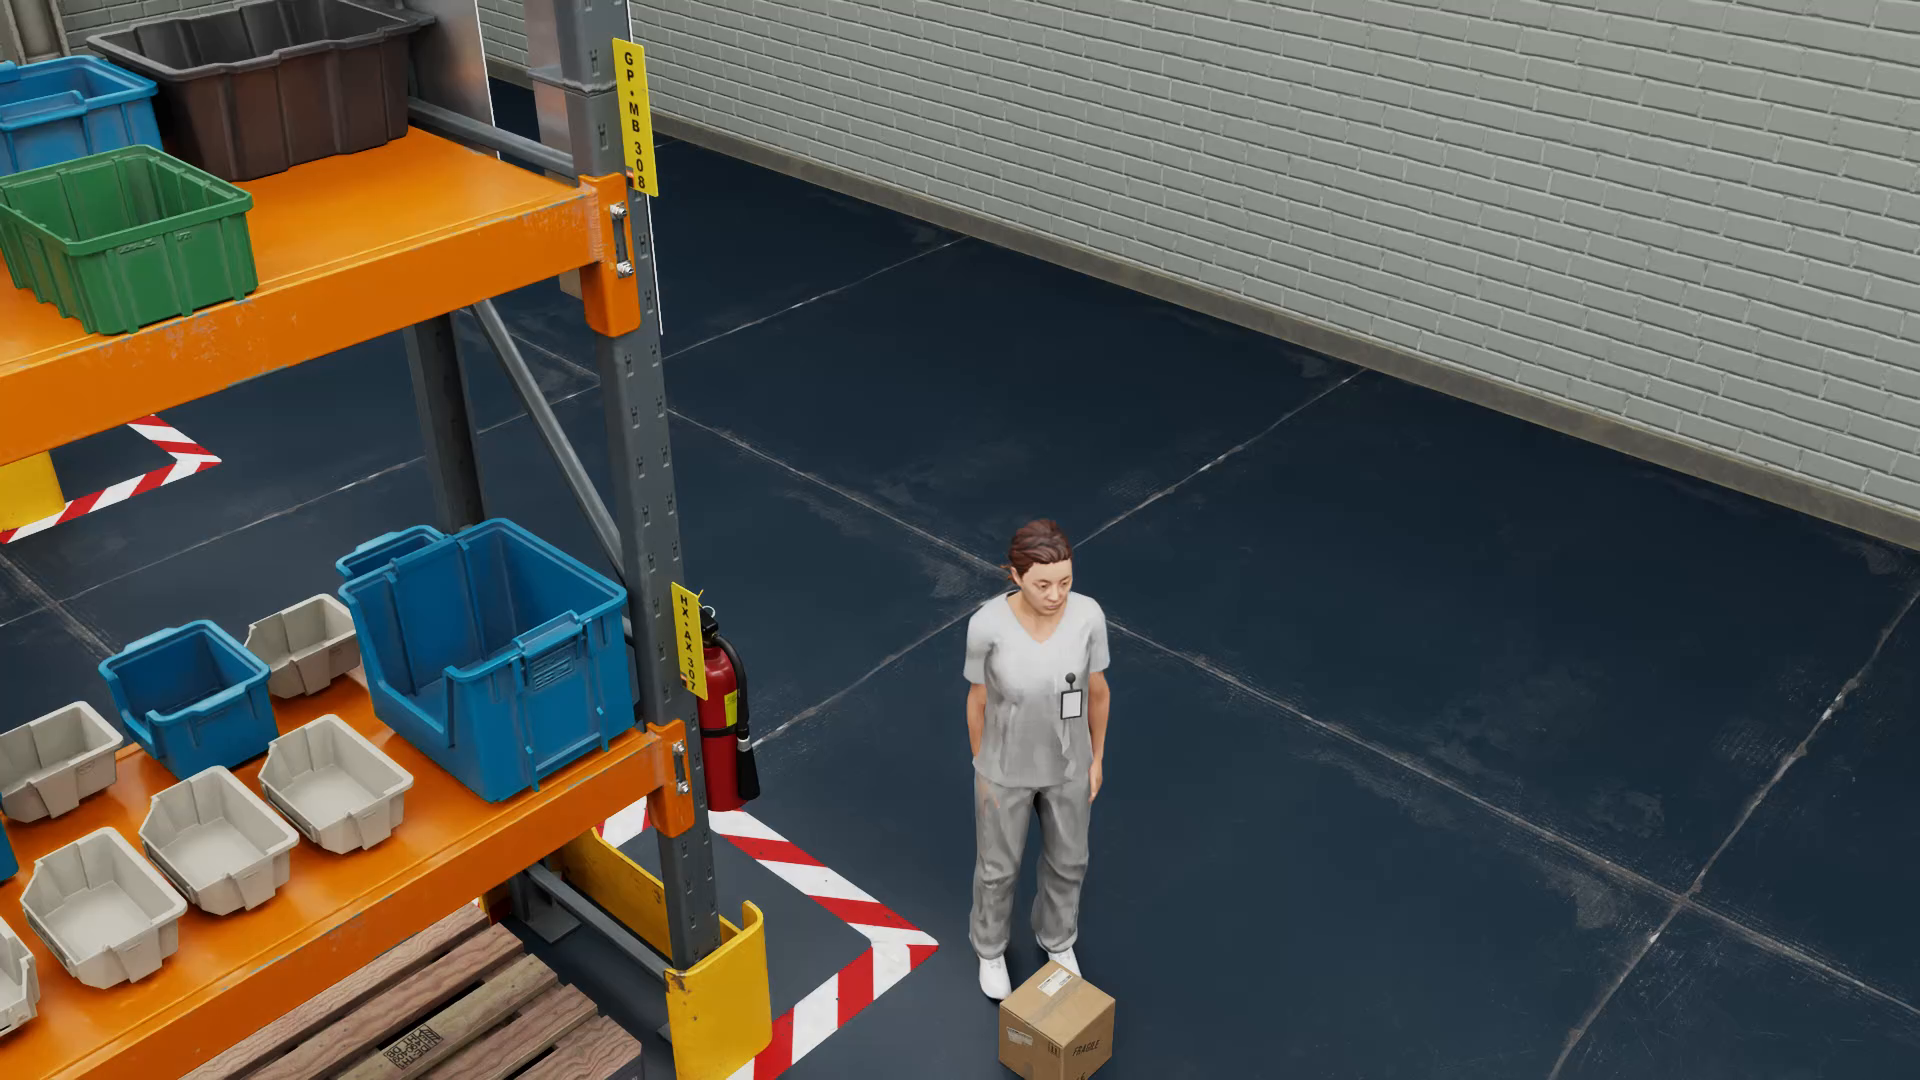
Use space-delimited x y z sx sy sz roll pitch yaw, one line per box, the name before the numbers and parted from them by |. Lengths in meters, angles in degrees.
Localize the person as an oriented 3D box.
person | 0.229 0.669 5.047 0.438 1.672 0.362 -5 32 -8
